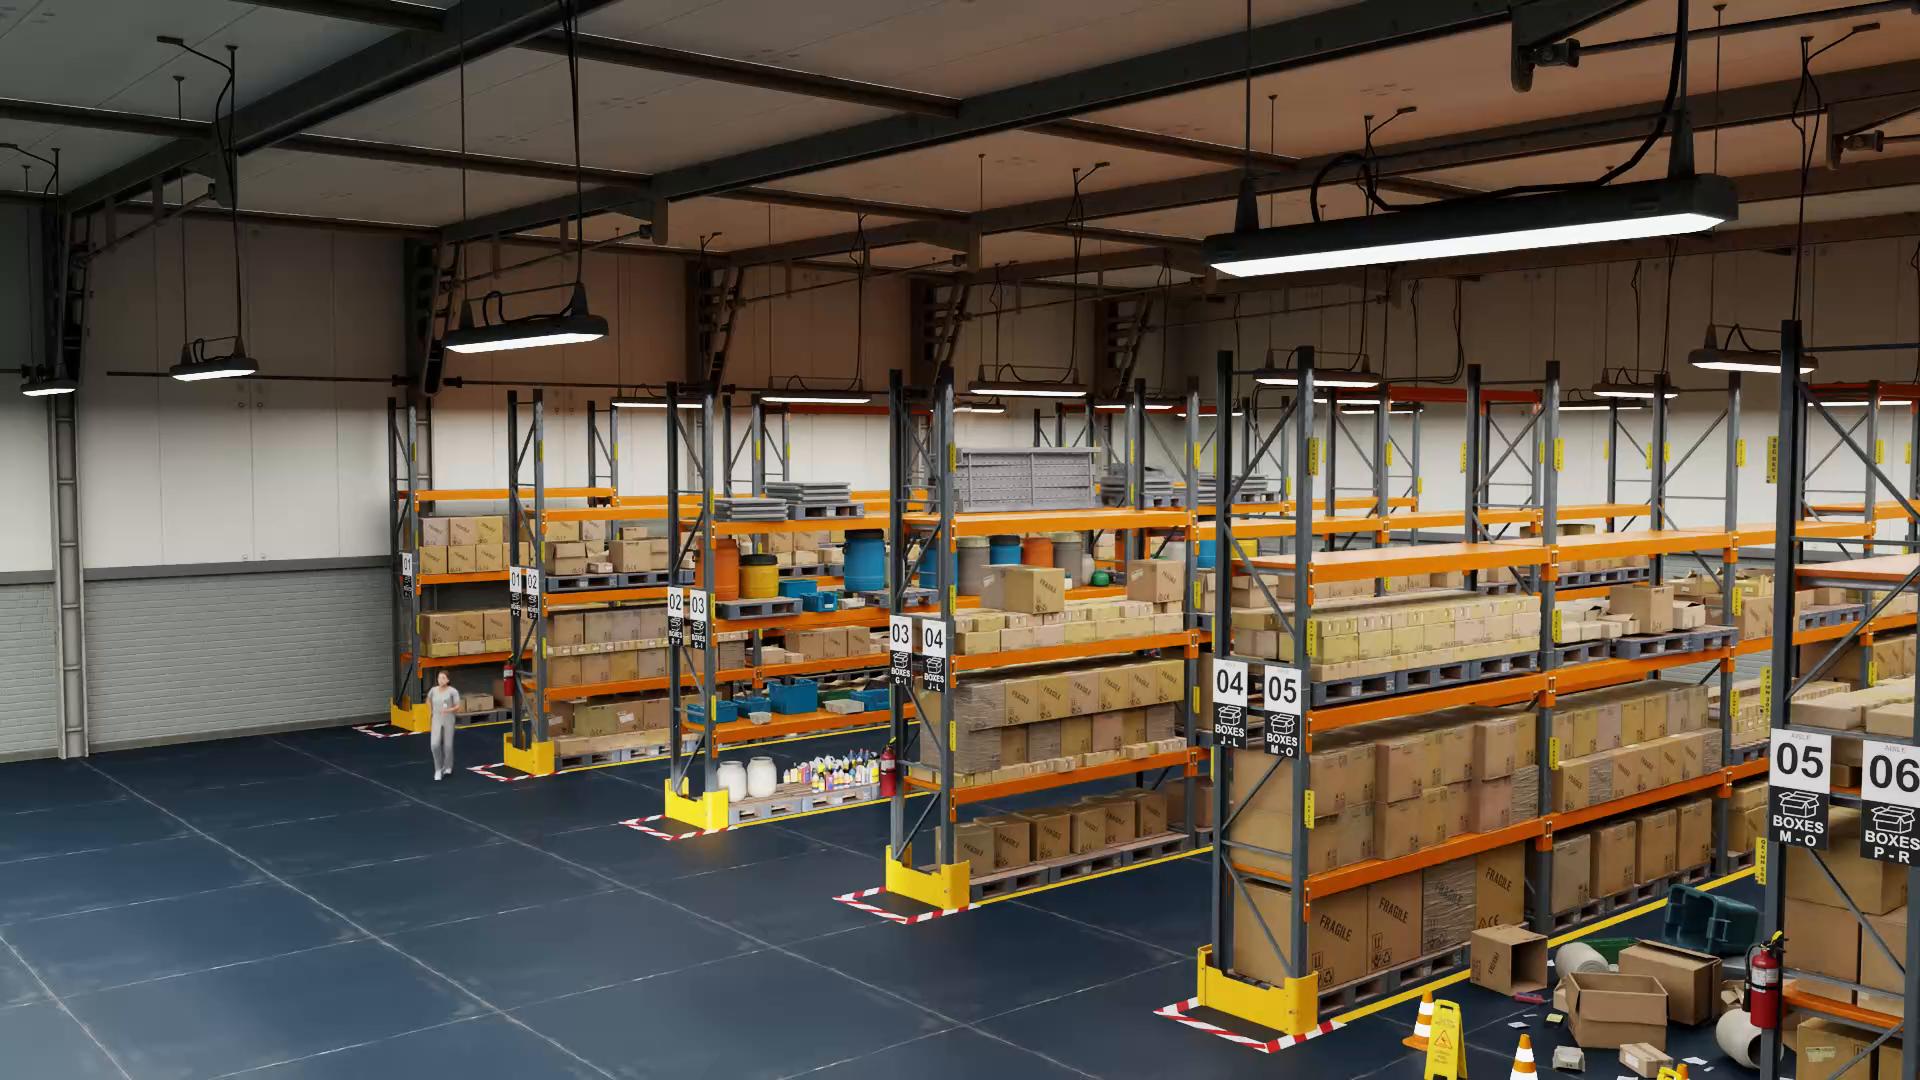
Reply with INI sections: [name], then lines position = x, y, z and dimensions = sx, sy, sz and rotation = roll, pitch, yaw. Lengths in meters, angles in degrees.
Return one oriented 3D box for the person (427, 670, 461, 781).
[person]
position = -7.955, 2.800, 25.587
dimensions = 0.557, 1.607, 0.666
rotation = 0, 3, -3
